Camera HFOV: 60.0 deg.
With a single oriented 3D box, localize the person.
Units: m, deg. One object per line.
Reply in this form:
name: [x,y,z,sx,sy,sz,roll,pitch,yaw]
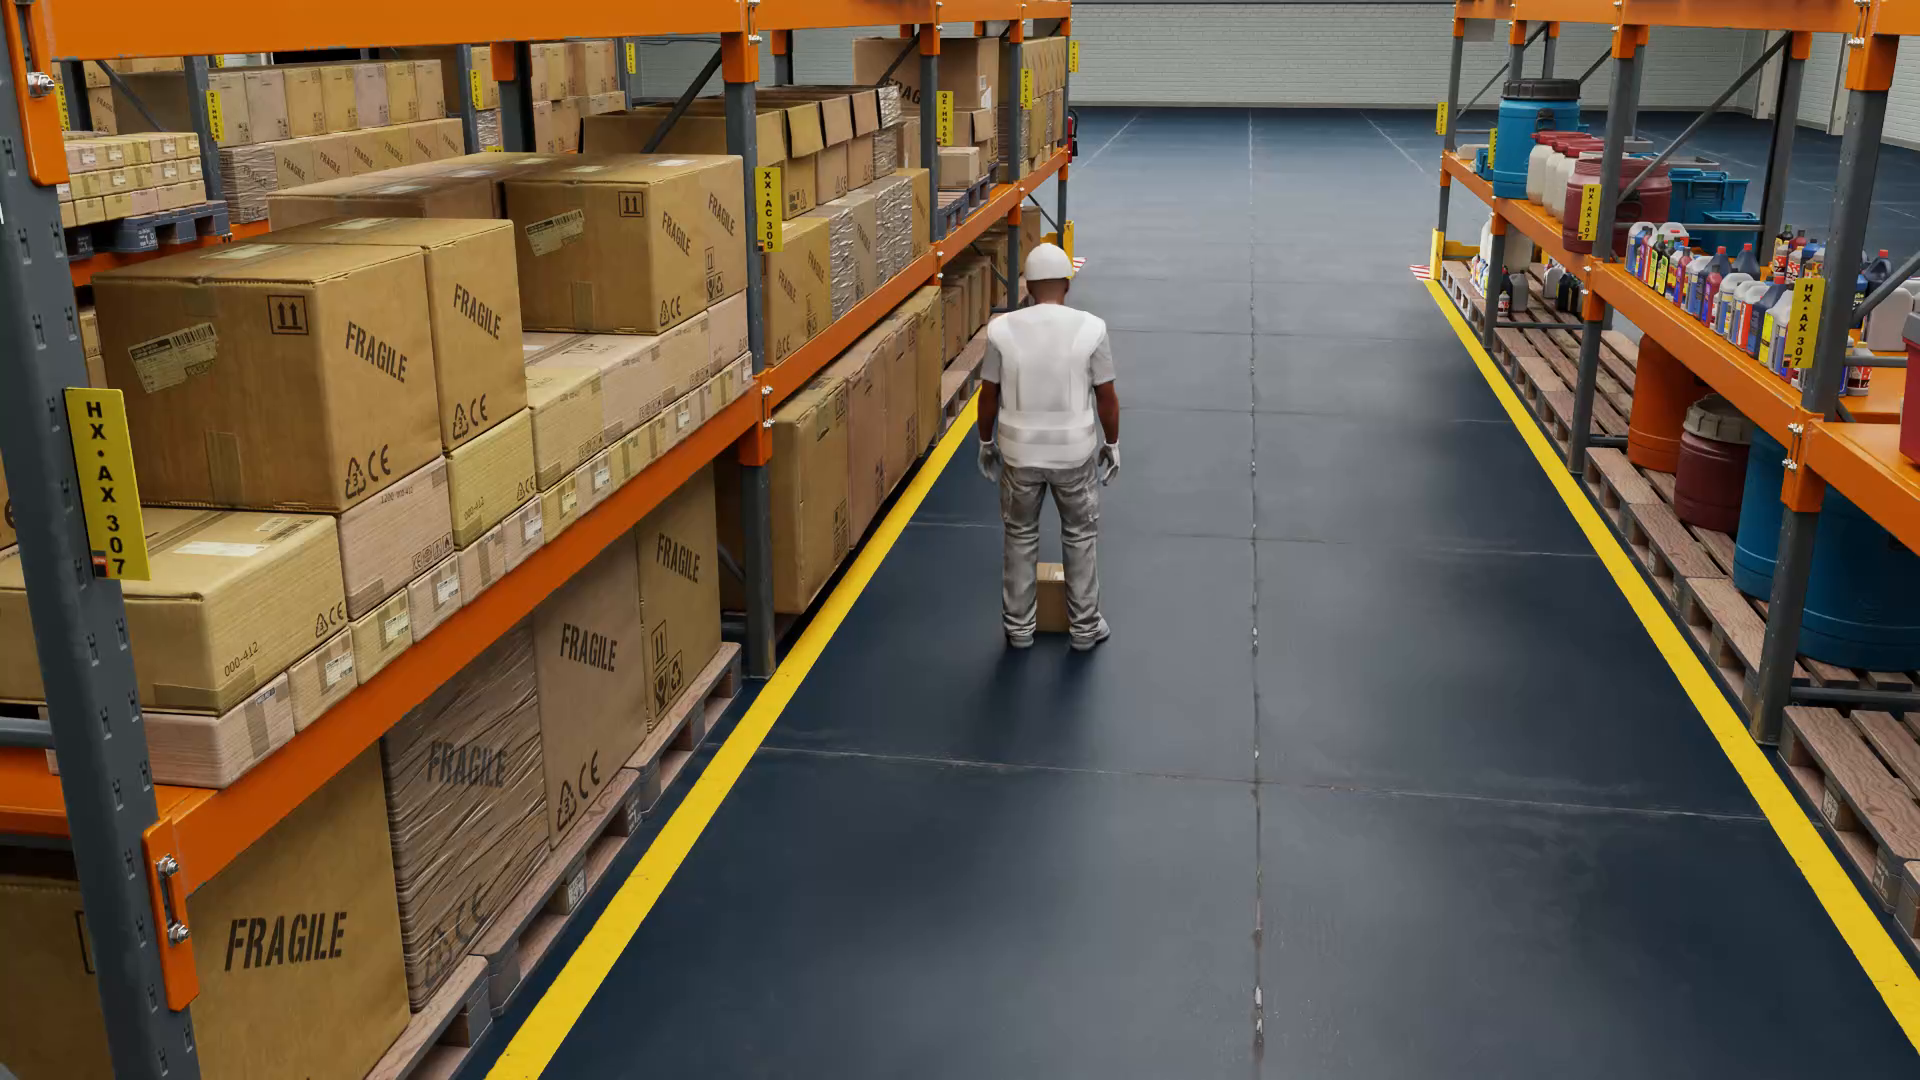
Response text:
person: [0.389,-0.392,7.262,0.624,1.774,0.454,3,18,8]
